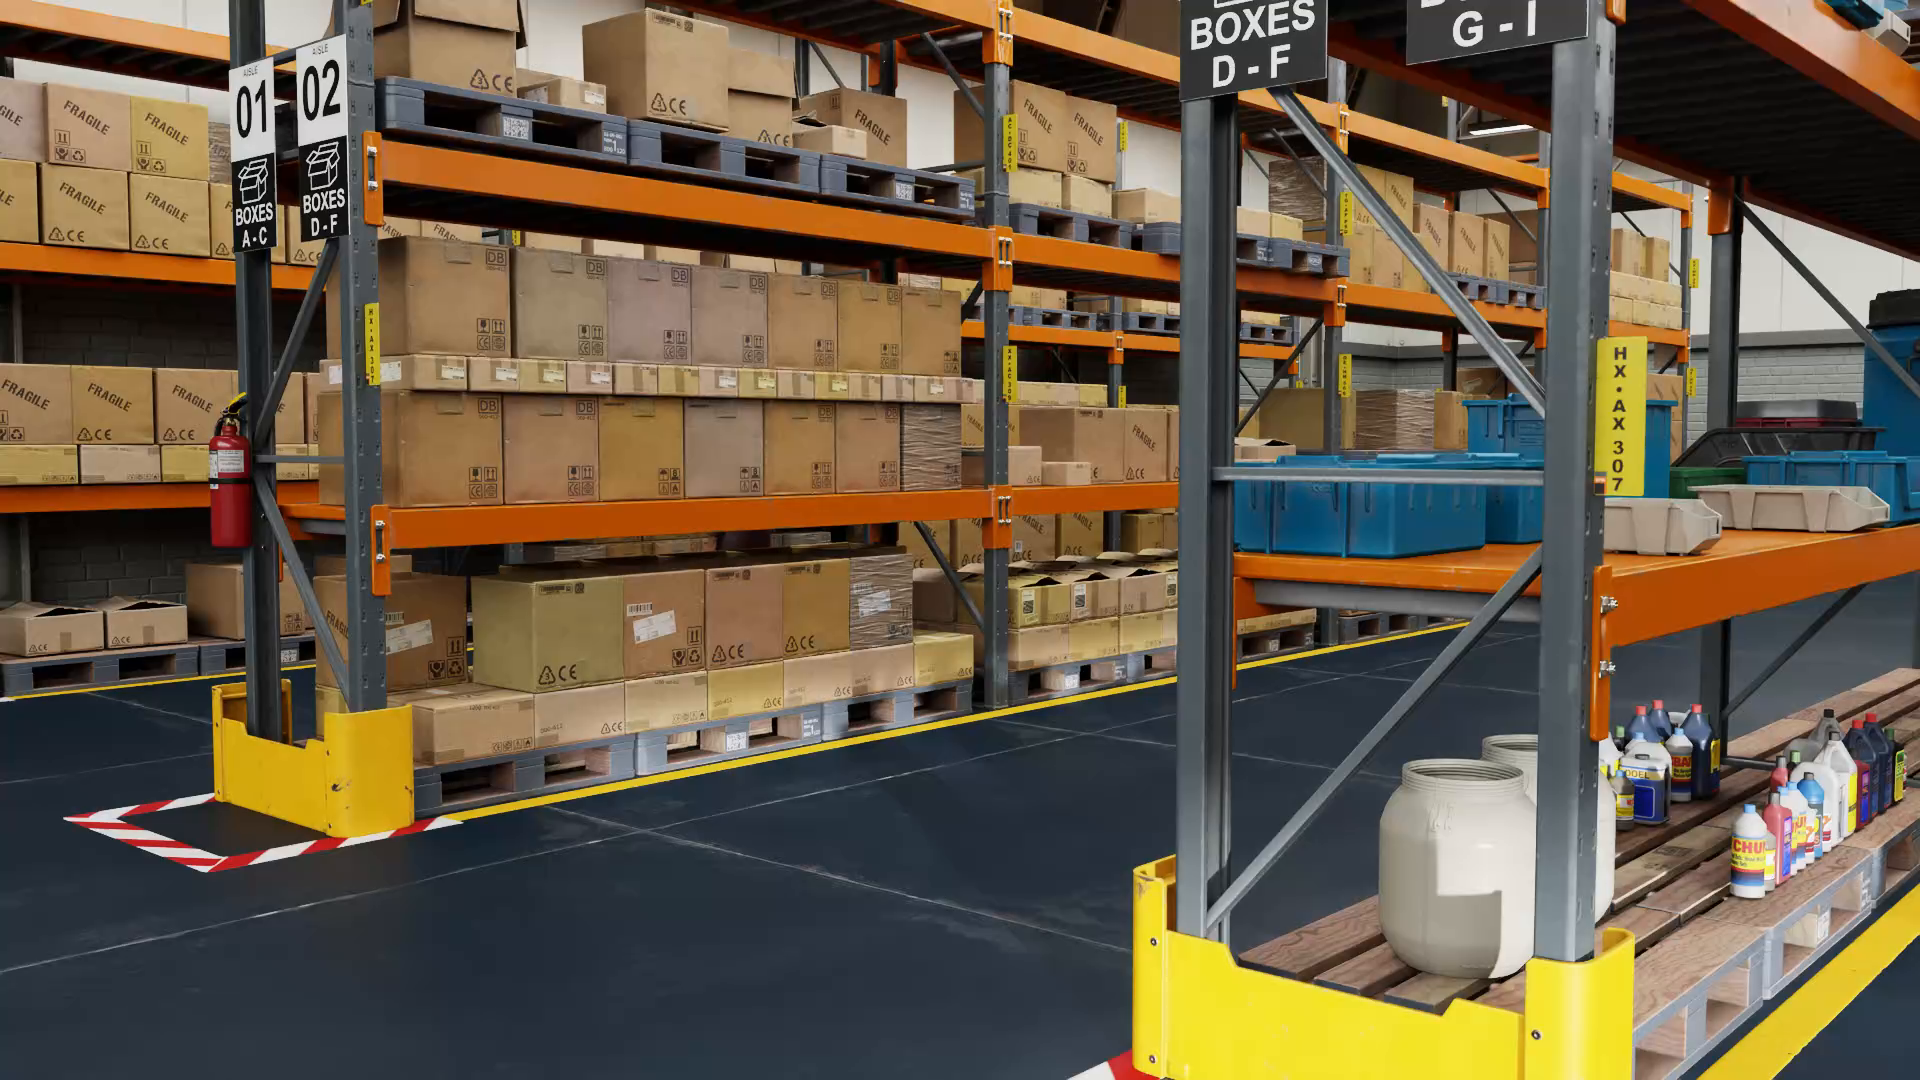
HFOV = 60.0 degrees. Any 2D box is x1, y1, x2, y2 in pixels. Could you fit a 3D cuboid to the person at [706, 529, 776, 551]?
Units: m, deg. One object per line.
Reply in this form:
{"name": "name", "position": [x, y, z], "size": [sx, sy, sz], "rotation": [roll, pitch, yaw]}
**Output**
{"name": "person", "position": [-1.599, -0.032, 12.230], "size": [0.415, 1.774, 0.655], "rotation": [3, 4, 39]}
